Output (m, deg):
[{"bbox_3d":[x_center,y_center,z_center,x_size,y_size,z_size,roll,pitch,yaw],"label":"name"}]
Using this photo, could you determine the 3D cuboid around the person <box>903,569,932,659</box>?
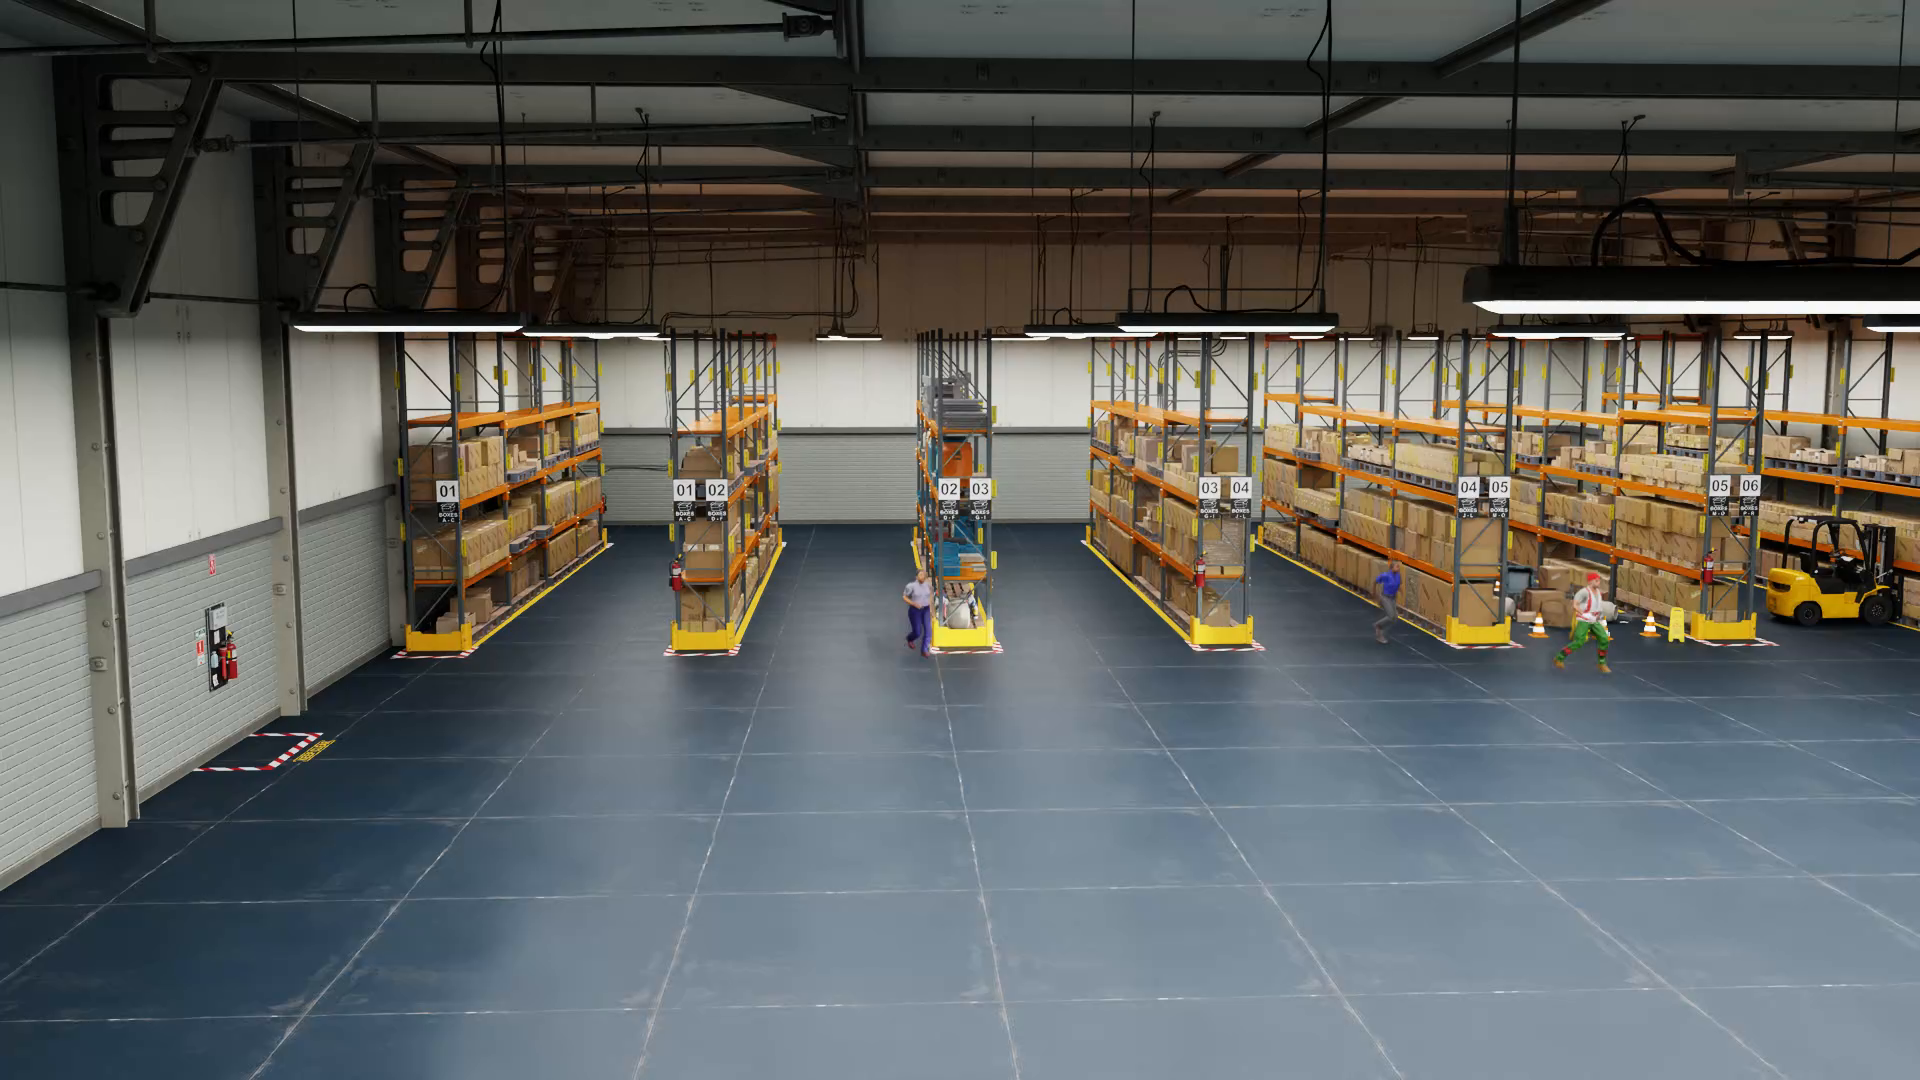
[{"bbox_3d":[-0.753,1.347,30.558,0.644,1.629,0.722,-4,8,-28],"label":"person"}]

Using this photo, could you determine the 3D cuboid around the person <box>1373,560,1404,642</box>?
[{"bbox_3d":[8.260,1.177,31.919,0.549,1.593,0.598,-5,8,-35],"label":"person"}]

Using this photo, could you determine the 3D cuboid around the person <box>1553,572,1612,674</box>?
[{"bbox_3d":[10.950,1.444,29.071,0.898,1.772,0.766,-4,8,-32],"label":"person"}]
